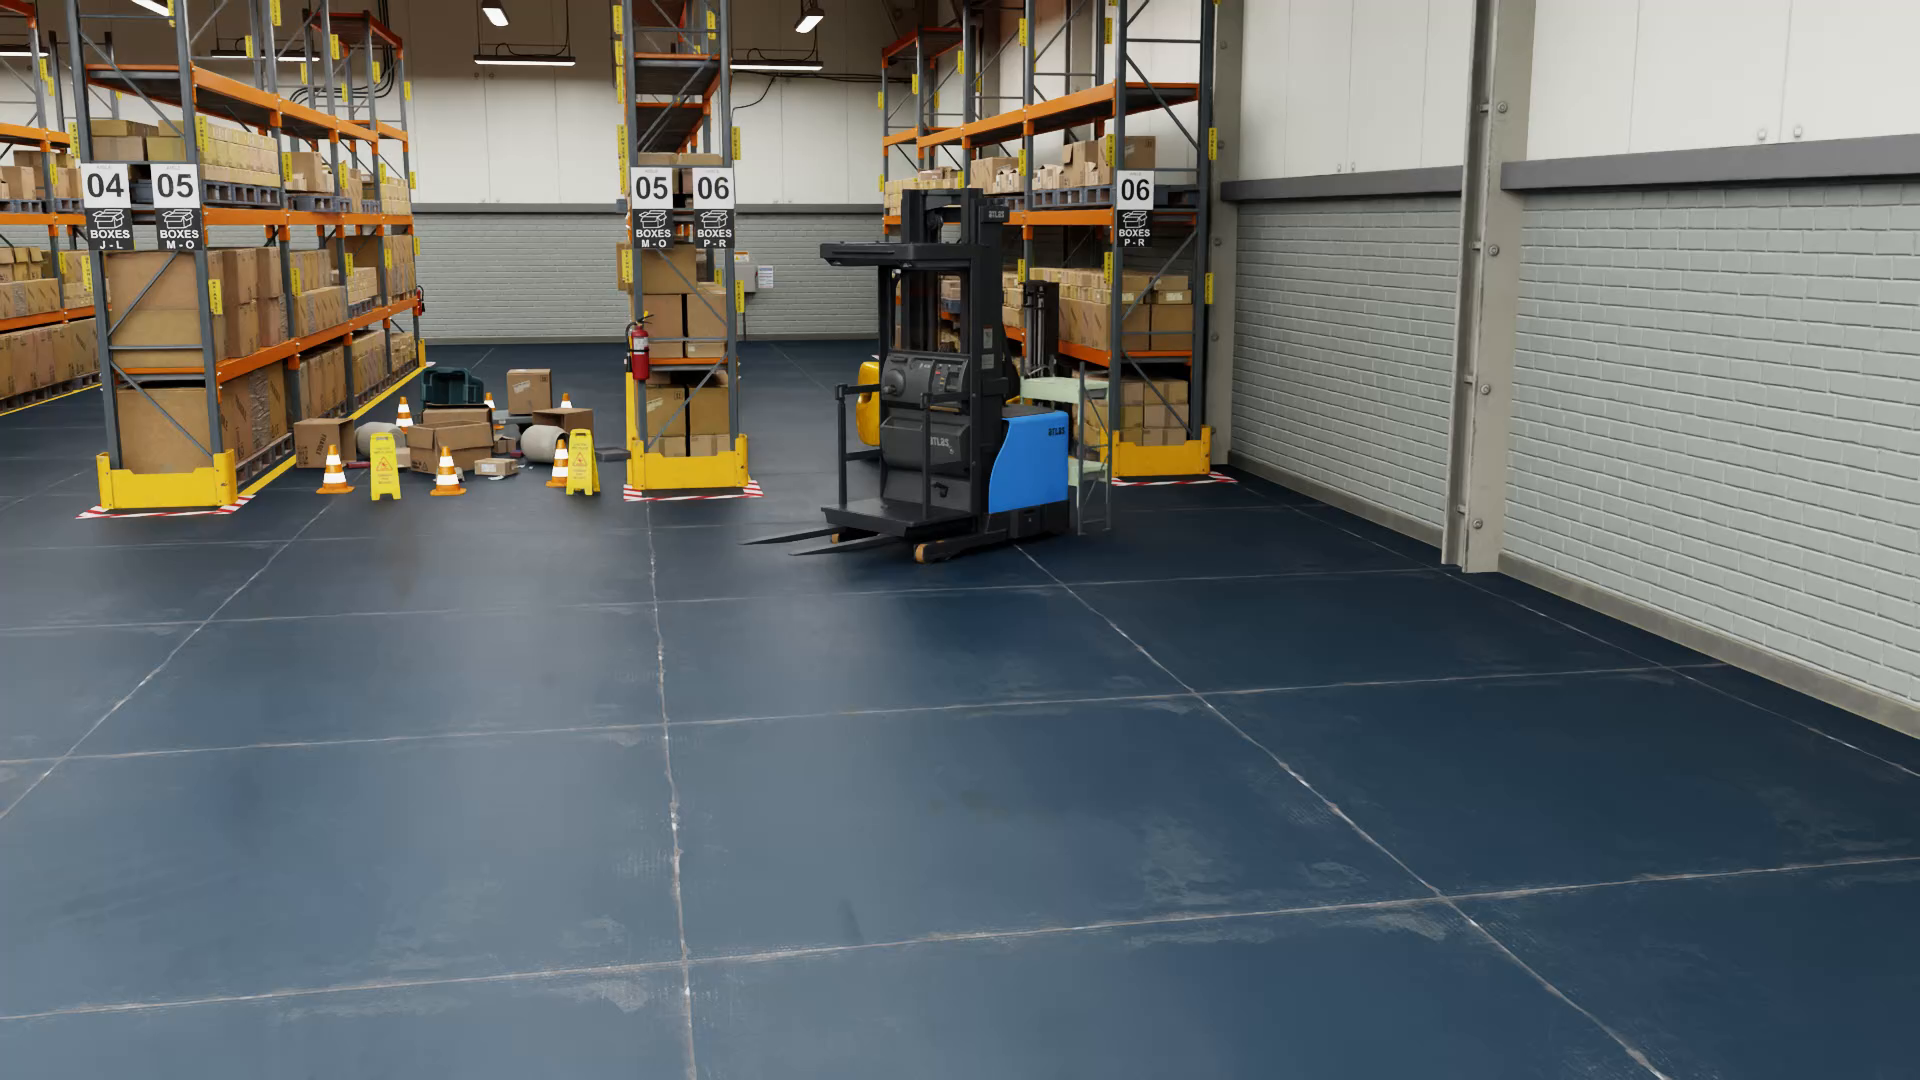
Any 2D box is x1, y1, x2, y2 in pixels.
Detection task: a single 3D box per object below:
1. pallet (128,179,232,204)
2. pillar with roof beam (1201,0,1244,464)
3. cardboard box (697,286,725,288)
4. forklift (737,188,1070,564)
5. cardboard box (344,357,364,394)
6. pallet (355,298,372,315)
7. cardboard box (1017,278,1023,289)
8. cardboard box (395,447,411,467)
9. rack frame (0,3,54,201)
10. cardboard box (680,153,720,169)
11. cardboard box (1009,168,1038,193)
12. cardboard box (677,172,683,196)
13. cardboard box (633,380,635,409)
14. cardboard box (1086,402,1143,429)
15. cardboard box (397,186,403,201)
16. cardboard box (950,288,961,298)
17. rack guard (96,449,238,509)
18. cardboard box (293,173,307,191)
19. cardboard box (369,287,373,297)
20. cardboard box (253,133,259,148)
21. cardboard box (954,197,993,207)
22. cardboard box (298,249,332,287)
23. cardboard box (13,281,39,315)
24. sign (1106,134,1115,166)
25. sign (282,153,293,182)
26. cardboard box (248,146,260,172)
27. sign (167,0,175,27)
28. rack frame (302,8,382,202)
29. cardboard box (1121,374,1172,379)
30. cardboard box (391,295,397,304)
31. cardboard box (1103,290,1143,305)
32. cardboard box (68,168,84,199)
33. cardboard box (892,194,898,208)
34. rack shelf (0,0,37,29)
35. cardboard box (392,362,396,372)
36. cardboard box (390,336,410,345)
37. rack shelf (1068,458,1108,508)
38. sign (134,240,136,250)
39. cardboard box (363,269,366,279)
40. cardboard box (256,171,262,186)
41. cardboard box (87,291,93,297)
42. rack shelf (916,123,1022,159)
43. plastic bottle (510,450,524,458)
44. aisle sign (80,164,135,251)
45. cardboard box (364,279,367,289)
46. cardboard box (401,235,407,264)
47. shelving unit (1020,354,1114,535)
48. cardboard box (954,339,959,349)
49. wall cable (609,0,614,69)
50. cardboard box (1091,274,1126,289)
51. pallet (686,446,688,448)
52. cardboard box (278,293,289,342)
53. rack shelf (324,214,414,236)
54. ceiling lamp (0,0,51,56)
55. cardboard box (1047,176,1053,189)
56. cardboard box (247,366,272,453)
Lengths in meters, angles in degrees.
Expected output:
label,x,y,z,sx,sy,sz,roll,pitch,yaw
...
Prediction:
label,x,y,z,sx,sy,sz,roll,pitch,yaw
pallet,-7.755,-3.387,16.184,1.003,0.211,1.213,-2,11,-11
pillar with roof beam,-1.371,-5.152,17.198,9.100,9.000,0.400,-2,11,-11
cardboard box,-2.896,-2.593,18.737,0.500,0.500,0.500,-2,11,-12
forklift,-0.436,-1.355,13.479,1.130,2.935,3.031,10,15,43
cardboard box,-9.044,-2.406,24.377,0.500,0.500,0.500,-3,11,-13
pallet,-9.582,-3.556,25.370,1.003,0.211,1.213,-2,11,-11
cardboard box,0.973,-3.404,22.055,0.380,0.149,0.250,-2,11,-12
cardboard box,-6.238,-0.964,18.549,0.396,0.266,0.258,0,11,-1
rack frame,-14.819,-6.808,25.896,1.000,3.000,0.127,-2,11,-11
cardboard box,-2.634,-3.834,16.837,0.380,0.149,0.250,-2,11,-11
cardboard box,0.946,-4.744,21.923,0.500,0.311,0.500,-2,11,-13
cardboard box,-2.814,-3.854,18.008,0.500,0.250,0.500,-2,11,-9
cardboard box,-3.693,-1.859,20.169,0.500,0.500,0.500,-2,11,-8
cardboard box,1.702,-1.380,18.319,0.500,0.250,0.500,-2,11,-12
cardboard box,-10.176,-6.138,29.466,0.500,0.250,0.500,-2,11,-10
cardboard box,0.043,-3.858,25.991,0.380,0.149,0.250,-2,11,-10
rack guard,-7.596,-0.589,15.954,1.175,0.500,0.348,-2,11,-11
cardboard box,-8.535,-4.569,21.125,0.396,0.266,0.258,-2,11,-11
cardboard box,-9.565,-3.946,26.456,0.380,0.149,0.250,-2,11,-11
cardboard box,-7.797,-4.311,17.950,0.380,0.149,0.250,-2,11,-11
cardboard box,0.210,-5.154,25.629,0.500,0.250,0.500,-2,11,-13
cardboard box,-9.079,-3.746,22.915,0.700,0.500,0.500,-2,11,-11
cardboard box,-14.263,-3.647,25.068,0.500,0.500,0.500,-2,11,-12
sign,1.569,-4.054,17.293,0.100,0.325,0.005,-2,11,-11
sign,-7.834,-4.342,19.369,0.100,0.325,0.005,-2,11,-11
cardboard box,-7.838,-4.091,17.860,0.500,0.250,0.500,-2,11,-12
sign,-8.908,-5.978,18.827,0.100,0.325,0.005,-2,11,-11
rack frame,-9.934,-6.969,26.746,1.000,3.000,0.127,-2,11,-11
cardboard box,2.095,-1.734,18.843,0.500,0.250,0.500,-2,11,-11
cardboard box,-9.927,-4.153,28.666,0.380,0.149,0.250,-2,11,-10
cardboard box,1.761,-2.622,17.949,0.380,0.149,0.250,-2,11,-10
cardboard box,-15.093,-5.980,27.911,0.700,0.500,0.500,-2,11,-9
cardboard box,-0.984,-6.404,31.401,0.500,0.250,0.500,-2,11,-13
rack shelf,-14.430,-7.720,23.725,1.077,0.370,4.000,-2,11,-11
cardboard box,-9.690,-2.907,27.946,0.380,0.149,0.250,-3,11,-13
cardboard box,-10.098,-3.578,29.883,0.380,0.149,0.250,-2,11,-9
rack shelf,0.932,-0.536,14.742,0.431,0.370,0.720,-9,14,-41
sign,-15.062,-5.296,30.271,0.100,0.325,0.005,-2,11,-11
cardboard box,-9.468,-4.141,25.887,0.380,0.149,0.250,-2,11,-13
cardboard box,-7.796,-3.919,18.024,0.380,0.149,0.250,-2,11,-10
cardboard box,-14.852,-4.215,27.924,0.500,0.250,0.500,-2,11,-10
rack shelf,0.159,-6.432,26.918,1.077,0.370,4.000,-2,11,-11
plastic bottle,-5.131,-1.005,19.314,0.133,0.061,0.283,0,11,-1
aisle sign,-7.881,-3.075,15.375,0.394,0.787,0.004,-2,11,-11
cardboard box,-9.459,-3.994,25.911,0.380,0.149,0.250,-3,11,-14
cardboard box,-10.171,-5.179,29.650,0.500,0.500,0.500,-2,11,-8
shelving unit,0.932,-0.856,14.681,0.431,1.500,0.755,-9,14,-41
cardboard box,0.120,-3.096,26.266,0.380,0.149,0.250,-3,11,-14
wall cable,-8.777,-11.825,36.212,2.355,3.000,0.029,-2,11,-11
cardboard box,1.671,-2.864,18.424,0.380,0.149,0.250,-2,11,-10
pallet,-3.137,-1.038,19.083,1.003,0.211,1.213,-2,11,-11
cardboard box,-8.295,-2.561,19.231,0.875,0.550,0.550,-2,11,-11
rack shelf,-10.323,-5.509,29.021,1.077,0.370,4.000,-2,11,-11
ceiling lamp,-18.507,-10.812,31.326,2.000,3.185,0.800,-2,11,-11
cardboard box,1.264,-4.306,20.057,0.380,0.149,0.250,-2,11,-9
cardboard box,-8.146,-1.434,18.270,0.875,0.875,0.875,-2,11,-11
